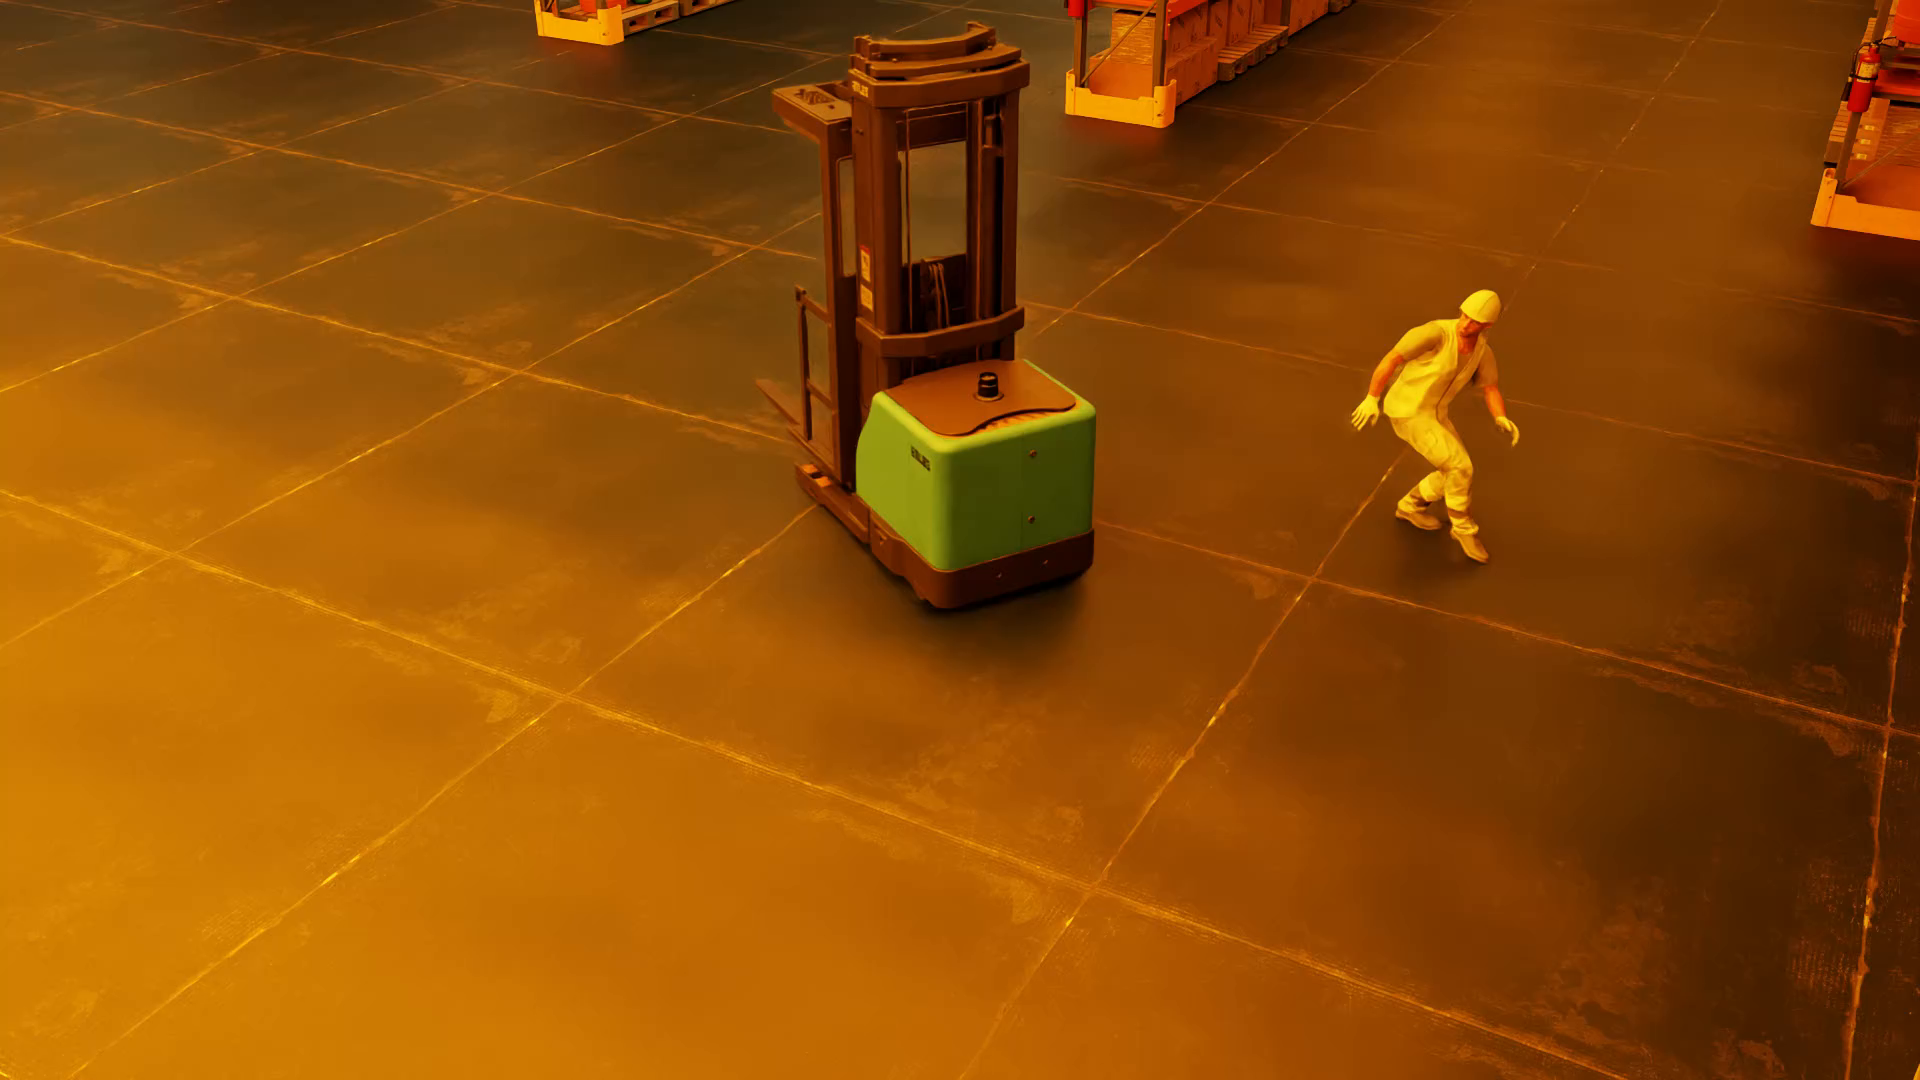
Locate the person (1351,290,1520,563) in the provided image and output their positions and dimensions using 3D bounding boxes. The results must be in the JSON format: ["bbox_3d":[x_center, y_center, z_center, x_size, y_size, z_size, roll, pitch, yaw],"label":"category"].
[{"bbox_3d":[2.813,-0.661,9.584,0.779,1.586,0.766,-22,37,-34],"label":"person"}]

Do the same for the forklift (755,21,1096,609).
[{"bbox_3d":[-0.387,-1.596,9.835,1.130,2.935,3.031,-15,33,-25],"label":"forklift"}]
